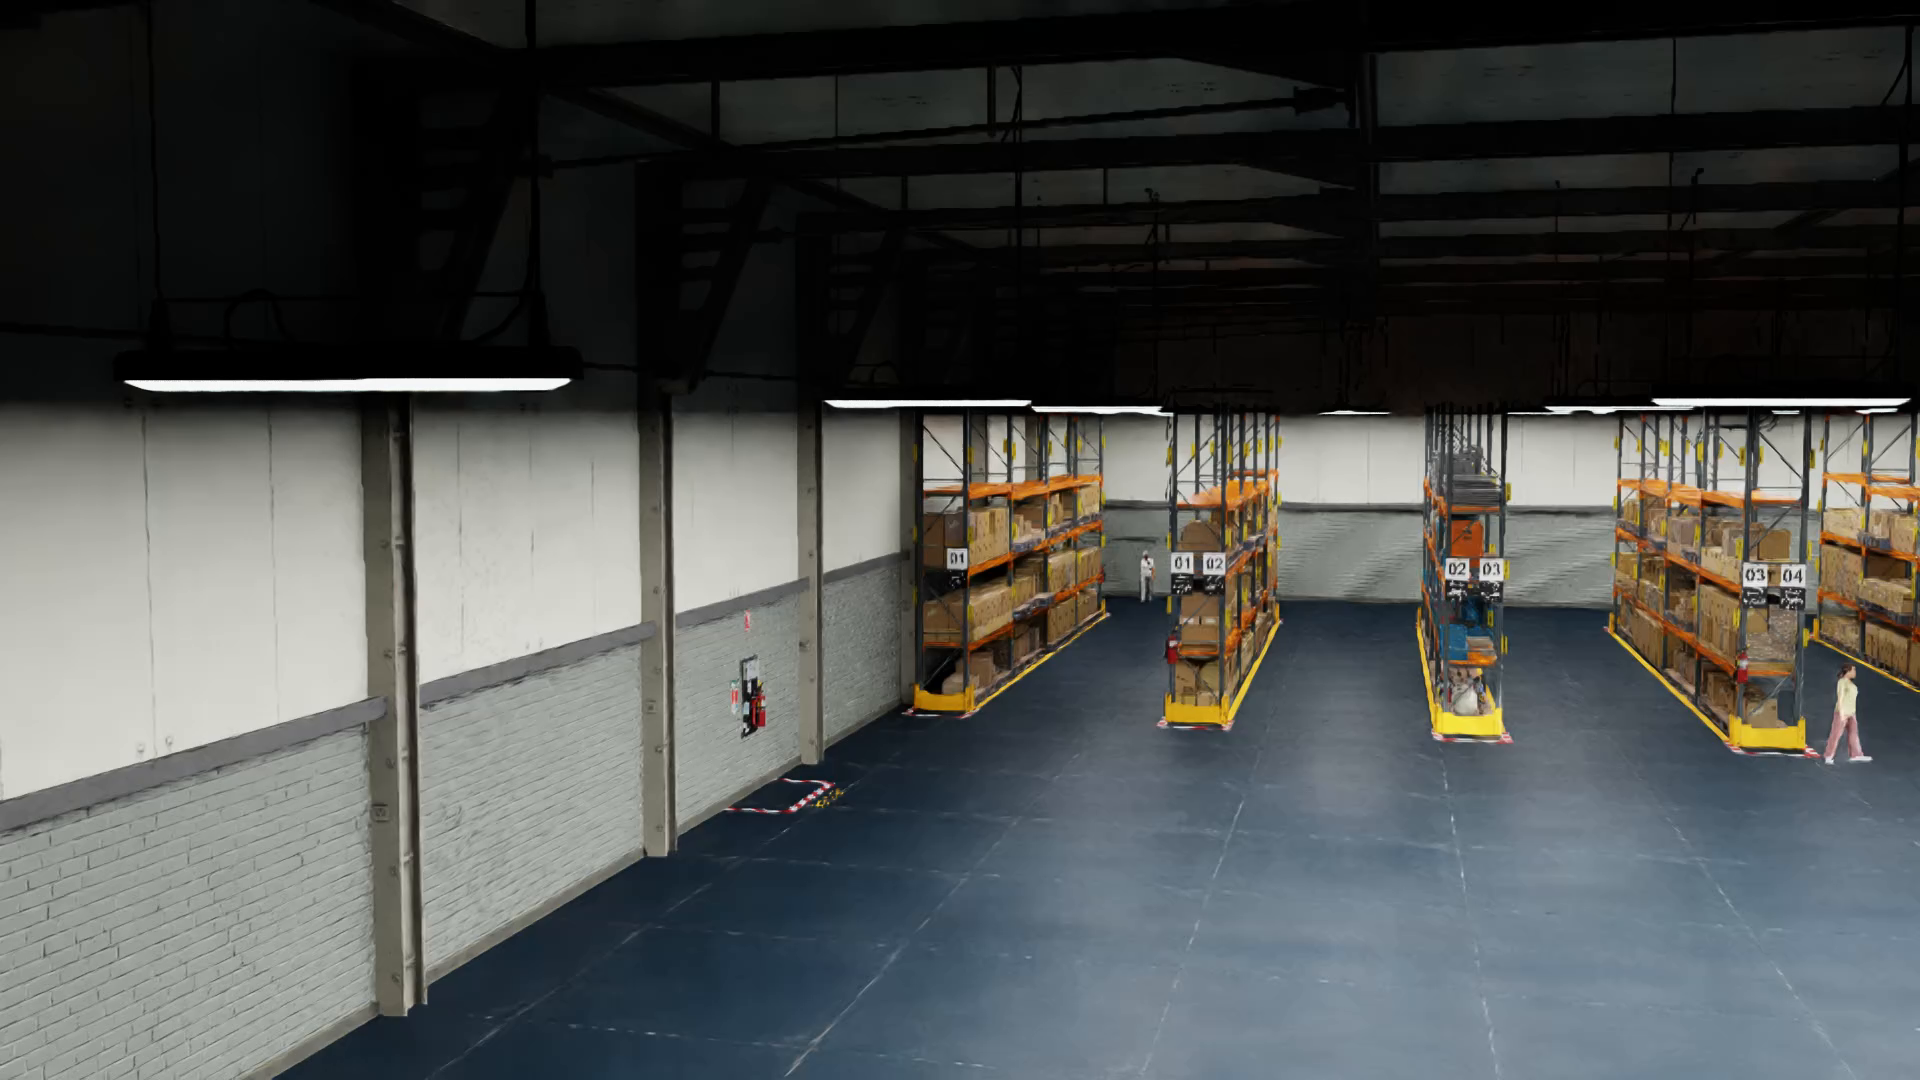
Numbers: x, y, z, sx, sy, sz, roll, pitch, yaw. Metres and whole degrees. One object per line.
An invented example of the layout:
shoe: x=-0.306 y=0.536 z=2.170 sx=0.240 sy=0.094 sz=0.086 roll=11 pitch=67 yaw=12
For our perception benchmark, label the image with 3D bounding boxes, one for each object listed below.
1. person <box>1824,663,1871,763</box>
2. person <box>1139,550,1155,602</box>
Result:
person: x=14.670 y=2.848 z=27.498 sx=0.690 sy=1.661 sz=0.562 roll=-3 pitch=5 yaw=-39
person: x=5.802 y=1.108 z=51.583 sx=0.493 sy=1.605 sz=0.991 roll=1 pitch=4 yaw=13
